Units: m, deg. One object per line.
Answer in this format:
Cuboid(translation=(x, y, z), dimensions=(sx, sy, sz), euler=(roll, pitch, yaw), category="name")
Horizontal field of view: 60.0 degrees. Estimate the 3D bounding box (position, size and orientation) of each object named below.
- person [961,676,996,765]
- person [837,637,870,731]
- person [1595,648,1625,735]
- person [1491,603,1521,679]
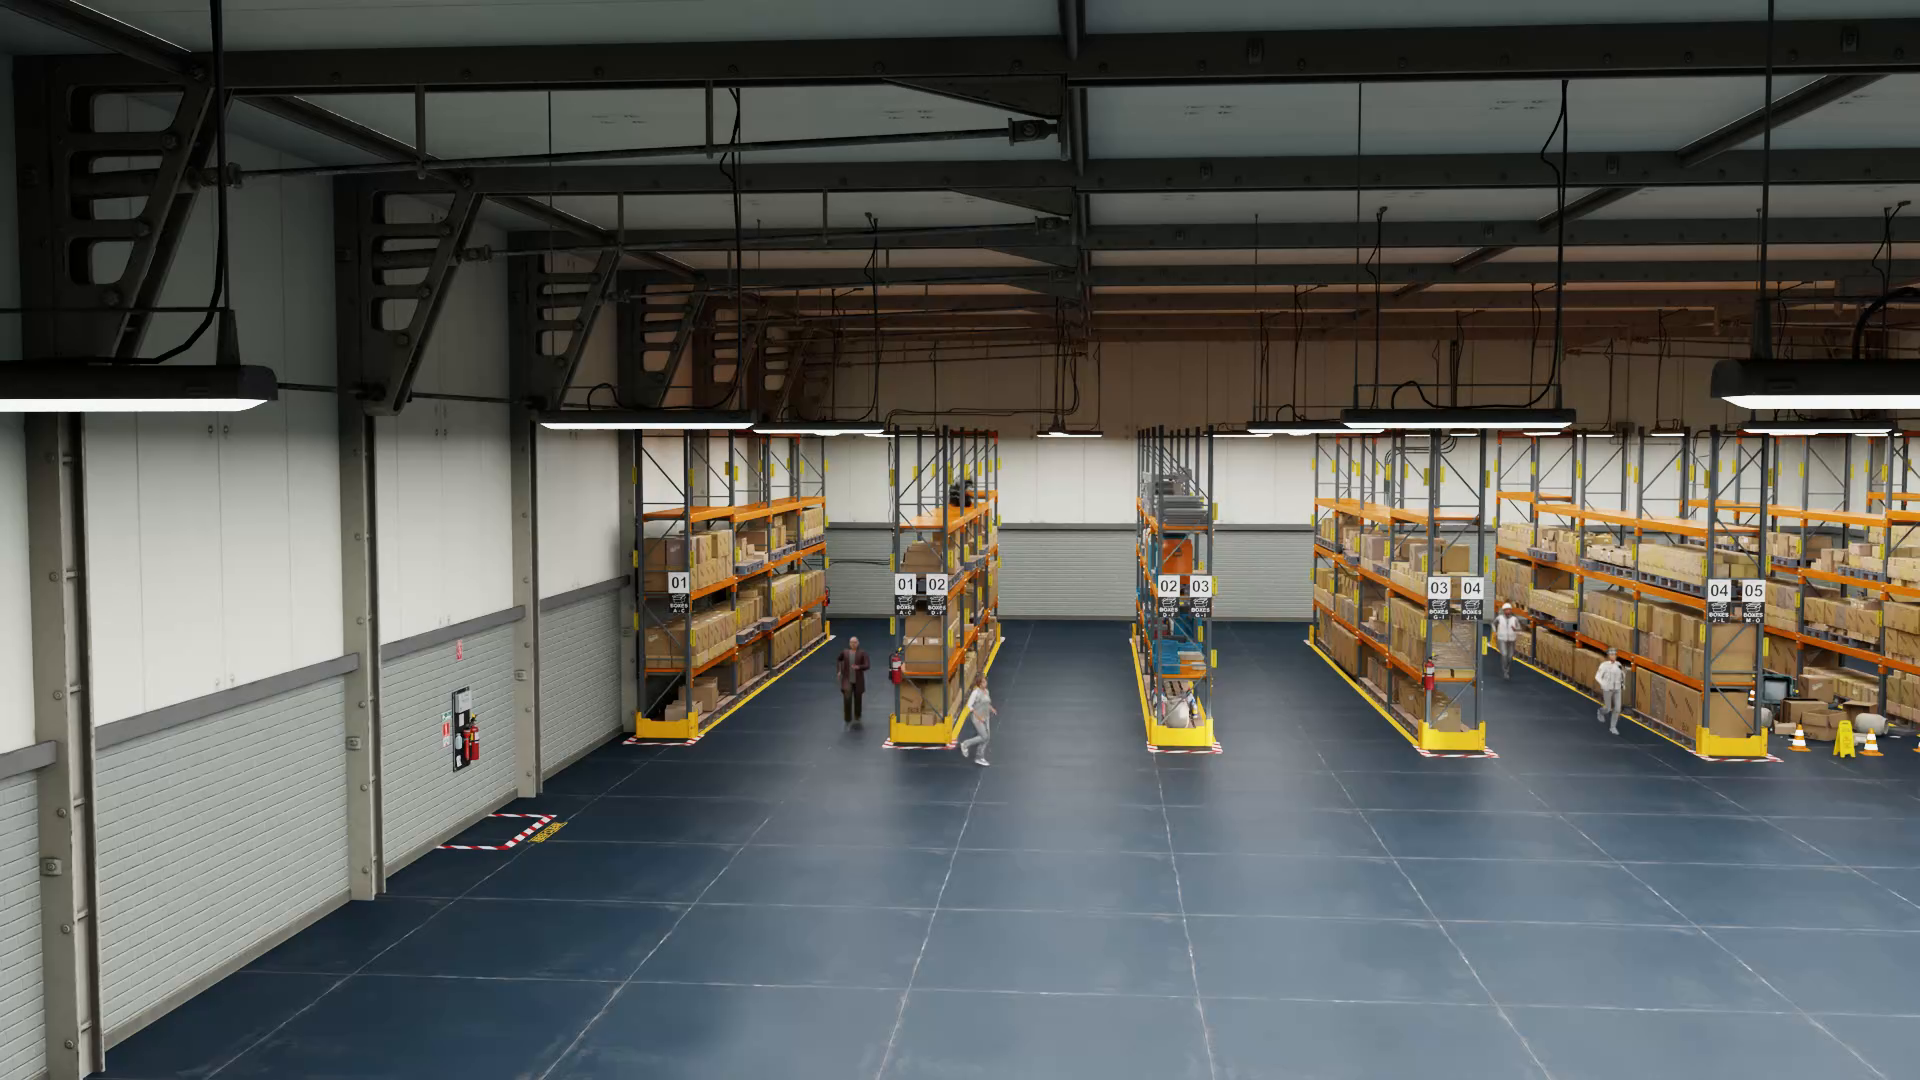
Cuboid(translation=(0.336, 3.184, 29.426), dimensions=(0.585, 1.572, 0.510), euler=(2, 4, 35), category="person")
Cuboid(translation=(-2.118, 2.861, 33.067), dimensions=(0.674, 1.792, 0.850), euler=(0, 3, -1), category="person")
Cuboid(translation=(12.794, 2.939, 32.670), dimensions=(0.617, 1.682, 0.747), euler=(0, 3, -1), category="person")
Cuboid(translation=(13.170, 2.406, 40.058), dimensions=(0.655, 1.763, 0.964), euler=(0, 3, 6), category="person")
